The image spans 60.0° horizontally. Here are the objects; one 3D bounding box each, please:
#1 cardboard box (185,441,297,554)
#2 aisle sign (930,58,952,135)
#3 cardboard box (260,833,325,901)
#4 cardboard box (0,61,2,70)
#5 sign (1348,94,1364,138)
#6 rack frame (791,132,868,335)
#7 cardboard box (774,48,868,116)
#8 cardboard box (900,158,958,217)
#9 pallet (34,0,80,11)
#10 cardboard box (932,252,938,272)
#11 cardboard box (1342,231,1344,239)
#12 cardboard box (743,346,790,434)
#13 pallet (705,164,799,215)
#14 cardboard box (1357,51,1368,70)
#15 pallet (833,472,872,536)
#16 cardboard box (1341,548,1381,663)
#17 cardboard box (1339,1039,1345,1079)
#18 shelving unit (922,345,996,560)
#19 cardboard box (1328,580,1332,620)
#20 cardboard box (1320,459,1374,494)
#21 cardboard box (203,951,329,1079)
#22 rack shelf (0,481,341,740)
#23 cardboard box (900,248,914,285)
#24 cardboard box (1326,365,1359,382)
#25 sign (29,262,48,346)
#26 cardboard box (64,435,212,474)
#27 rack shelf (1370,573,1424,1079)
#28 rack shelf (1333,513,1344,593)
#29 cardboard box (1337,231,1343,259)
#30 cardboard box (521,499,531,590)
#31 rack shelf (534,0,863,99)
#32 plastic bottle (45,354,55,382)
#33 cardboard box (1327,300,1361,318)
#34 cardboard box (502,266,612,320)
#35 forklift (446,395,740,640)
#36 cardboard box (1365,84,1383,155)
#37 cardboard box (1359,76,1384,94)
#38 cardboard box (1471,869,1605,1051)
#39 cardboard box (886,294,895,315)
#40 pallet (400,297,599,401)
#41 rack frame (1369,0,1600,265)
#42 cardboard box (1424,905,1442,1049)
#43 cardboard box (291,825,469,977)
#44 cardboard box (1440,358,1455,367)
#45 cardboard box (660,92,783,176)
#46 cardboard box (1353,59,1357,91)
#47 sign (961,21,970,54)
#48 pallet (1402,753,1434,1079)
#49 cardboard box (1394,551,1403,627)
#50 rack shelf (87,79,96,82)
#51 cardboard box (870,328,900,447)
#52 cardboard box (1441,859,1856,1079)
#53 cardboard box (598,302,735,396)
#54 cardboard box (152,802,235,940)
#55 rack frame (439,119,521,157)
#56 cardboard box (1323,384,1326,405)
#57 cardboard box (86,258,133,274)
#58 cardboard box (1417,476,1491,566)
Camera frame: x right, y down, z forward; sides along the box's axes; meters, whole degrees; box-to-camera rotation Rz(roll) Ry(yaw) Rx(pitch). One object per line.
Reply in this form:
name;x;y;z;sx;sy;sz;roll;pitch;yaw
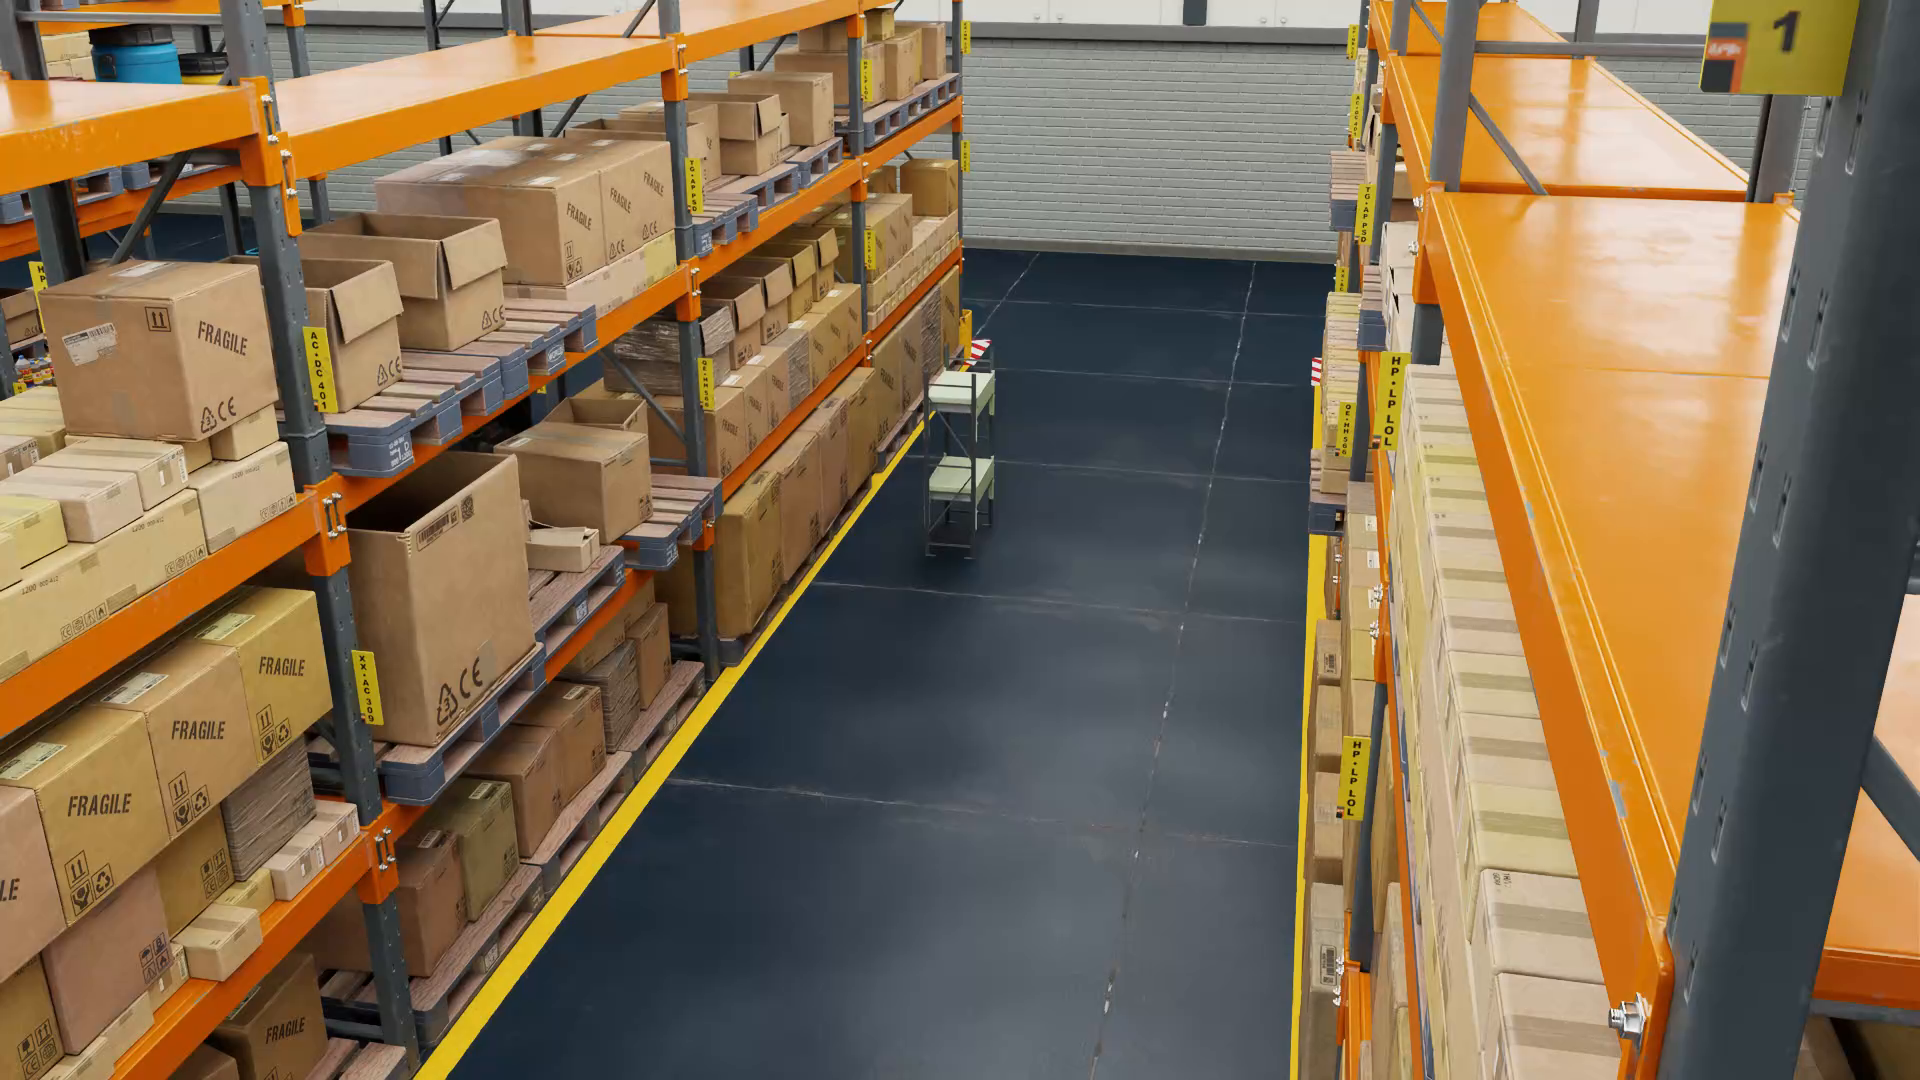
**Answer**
cardboard box;-2.760;-0.176;5.961;0.500;0.250;0.500;5;23;13
aisle sign;-0.165;-4.639;17.377;0.394;0.787;0.004;4;22;11
cardboard box;-2.739;1.267;6.528;0.380;0.149;0.250;4;22;11
cardboard box;-10.329;-4.984;17.229;0.500;0.250;0.500;4;22;11
sign;3.012;-3.221;12.630;0.100;0.325;0.005;4;22;11
rack frame;-1.290;-1.967;14.221;1.000;3.000;0.127;4;22;11
cardboard box;-1.189;-3.936;14.267;0.700;0.500;0.500;3;22;8
cardboard box;-0.316;-3.647;17.194;0.500;0.500;0.500;5;22;12
pallet;-6.777;-3.652;11.165;1.213;0.211;1.003;4;22;11
cardboard box;-0.431;-2.784;16.587;0.380;0.149;0.250;4;22;10
cardboard box;3.685;-2.958;14.814;0.500;0.500;0.500;4;22;9
cardboard box;-1.536;-1.083;11.895;0.500;0.500;0.500;4;22;10
pallet;-1.801;-2.456;11.675;1.003;0.211;1.213;6;23;13
cardboard box;3.826;-4.378;15.191;0.380;0.149;0.250;5;22;12
pallet;-1.373;-0.385;14.027;1.003;0.211;1.213;4;22;11
cardboard box;2.169;0.379;8.263;0.500;0.500;0.500;4;22;11
cardboard box;1.716;2.390;5.687;0.875;0.875;0.875;5;22;12
shelving unit;-0.001;-0.693;13.067;0.431;1.500;0.755;4;22;11
cardboard box;2.717;0.426;11.065;0.500;0.500;0.500;5;23;13
cardboard box;2.380;-0.382;10.062;0.380;0.149;0.250;5;22;12
cardboard box;-3.043;2.067;6.990;0.500;0.500;0.500;4;22;9
rack shelf;-3.330;0.633;4.715;1.077;0.370;4.000;4;22;11
cardboard box;-0.731;-2.558;15.493;0.500;0.250;0.500;5;22;12
cardboard box;2.593;-1.030;10.874;0.380;0.149;0.250;4;22;11
sign;-3.466;-0.896;6.328;0.100;0.325;0.005;4;22;11
cardboard box;-2.849;-0.316;5.775;0.380;0.149;0.250;5;22;12
rack shelf;1.505;1.048;3.684;1.077;0.370;4.000;4;22;11
rack shelf;3.137;-0.486;11.509;1.077;0.370;4.000;4;22;11
cardboard box;3.999;-3.056;16.393;0.500;0.500;0.500;6;23;13
cardboard box;-2.659;0.075;8.451;0.797;0.503;0.637;7;23;16
rack shelf;-1.698;-3.499;11.494;1.077;0.370;4.000;4;22;11
plastic bottle;-7.062;-1.344;12.941;0.097;0.201;0.097;0;22;0
cardboard box;2.964;-1.694;12.523;0.380;0.149;0.250;5;22;12
cardboard box;-2.156;-1.267;8.670;0.500;0.250;0.500;5;22;12
forklift;-2.921;-0.718;11.212;3.031;2.935;1.130;4;22;9
cardboard box;3.360;-3.054;12.210;0.700;0.500;0.500;4;22;11
cardboard box;3.394;-3.615;13.298;0.380;0.149;0.250;4;22;11
cardboard box;0.938;0.617;2.364;0.380;0.149;0.250;5;22;12
cardboard box;-0.797;-2.125;14.952;0.380;0.149;0.250;5;23;13
pallet;-2.483;-0.942;7.914;1.213;0.211;1.003;4;22;11
rack frame;2.729;-2.871;8.438;1.000;3.000;0.127;4;22;11
cardboard box;1.040;0.801;2.974;0.380;0.149;0.250;4;22;10
cardboard box;-2.776;1.692;7.895;0.700;0.500;0.500;3;22;7
cardboard box;1.900;-0.459;5.968;0.500;0.250;0.500;5;22;11
cardboard box;-1.710;-2.887;11.790;0.797;0.503;0.637;4;22;10
cardboard box;4.015;-4.424;15.839;0.500;0.250;0.500;5;22;12
sign;0.055;-5.148;17.027;0.100;0.325;0.005;4;22;11
pallet;1.485;0.767;3.537;1.003;0.211;1.213;4;22;11
cardboard box;1.403;0.151;4.587;0.380;0.149;0.250;4;22;11
rack shelf;-10.579;-4.512;17.490;1.077;0.370;4.000;4;22;11
cardboard box;-1.077;-1.411;15.124;0.875;0.875;0.875;4;22;11
cardboard box;1.026;0.753;2.560;0.500;0.250;0.500;5;22;11
cardboard box;-1.941;-1.282;11.044;0.797;0.503;0.637;5;23;13
cardboard box;-3.211;1.115;6.038;0.875;0.500;0.500;4;22;11
rack frame;-5.322;-3.807;18.791;1.000;3.000;0.127;4;22;11
cardboard box;2.645;-0.992;11.178;0.380;0.149;0.250;5;22;12
cardboard box;-10.040;-3.013;19.577;0.500;0.500;0.500;4;22;11
cardboard box;1.300;-0.031;3.974;0.380;0.149;0.250;5;22;11
